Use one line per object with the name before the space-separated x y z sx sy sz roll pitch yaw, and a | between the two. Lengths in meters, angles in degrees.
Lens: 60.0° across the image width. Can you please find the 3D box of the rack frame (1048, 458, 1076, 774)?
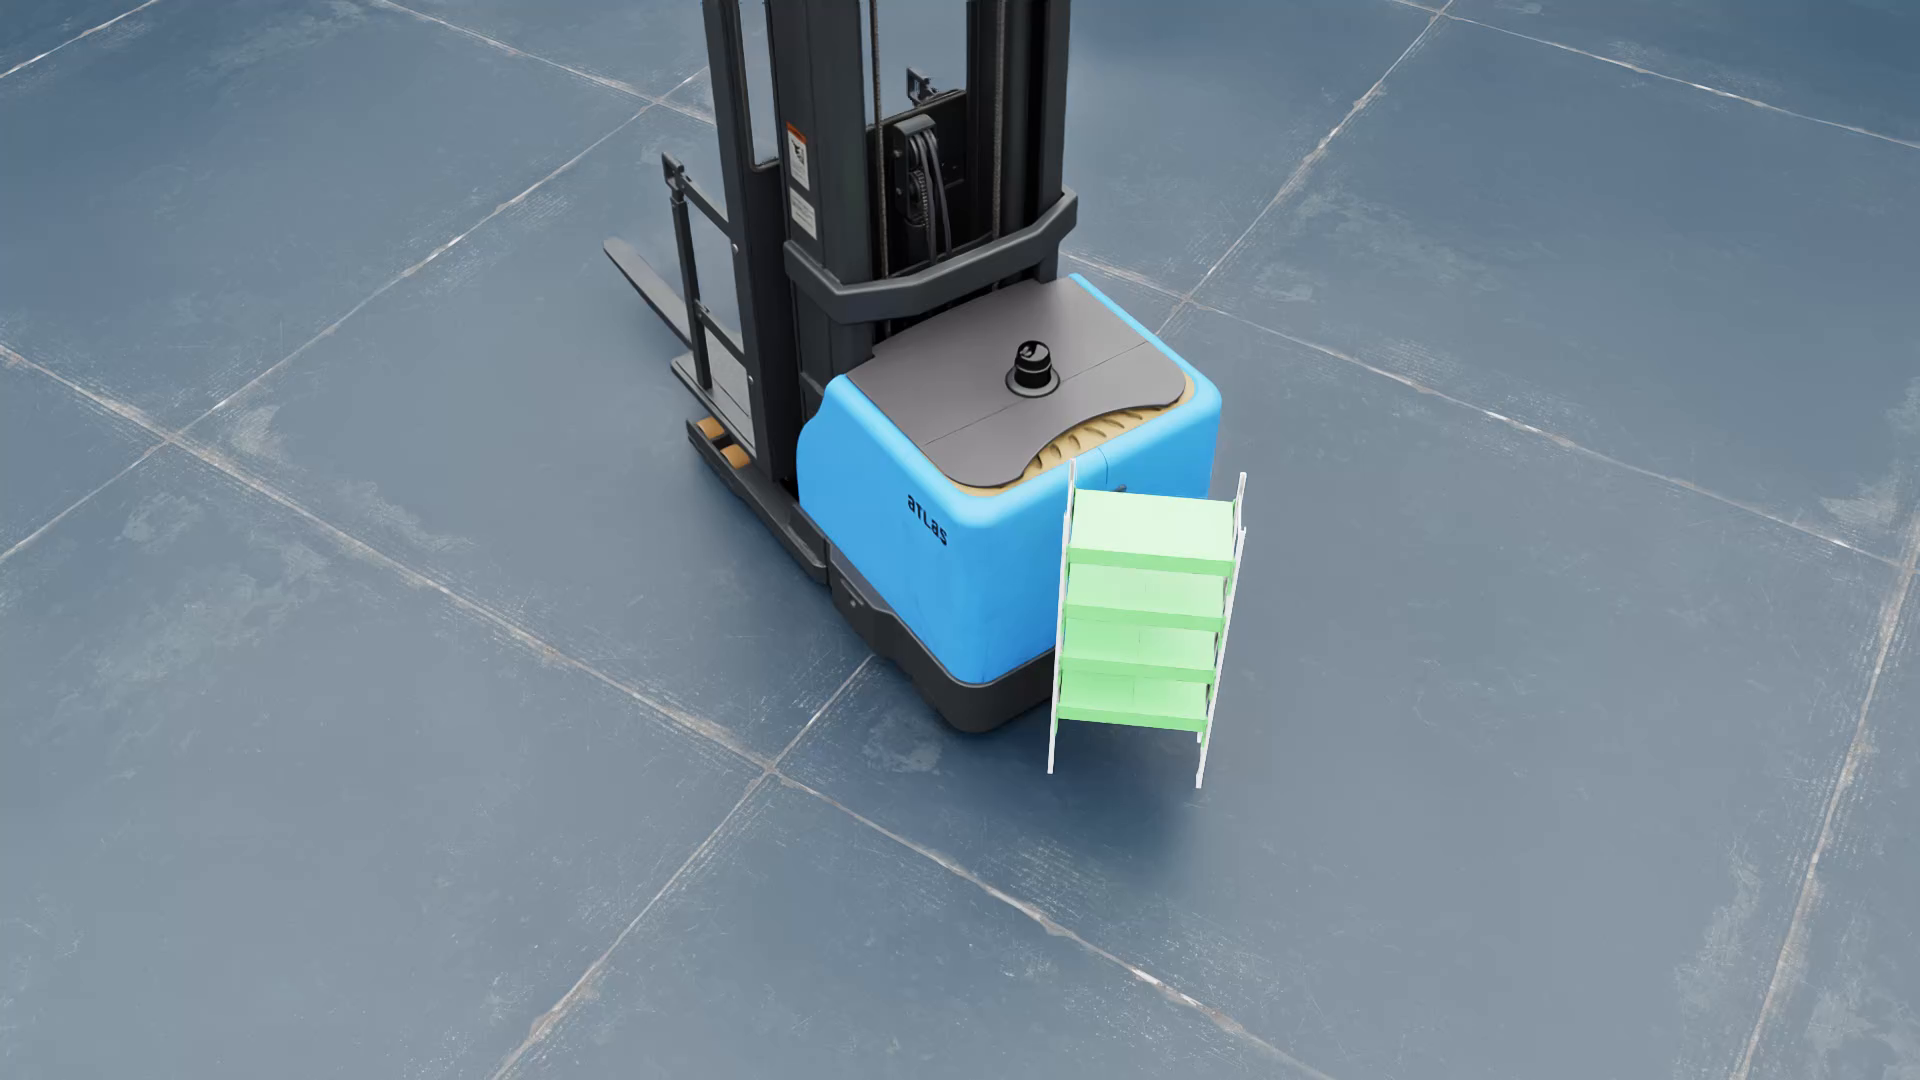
rack frame | 0.312 0.268 5.153 0.015 1.200 0.240 5 46 5

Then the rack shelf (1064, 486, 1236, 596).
rack shelf | 0.555 0.000 4.833 0.480 0.148 0.258 5 46 5

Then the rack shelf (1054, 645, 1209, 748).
rack shelf | 0.555 0.501 5.350 0.480 0.148 0.258 5 46 5

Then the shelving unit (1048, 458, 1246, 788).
shelving unit | 0.555 0.290 5.132 0.503 1.200 0.258 5 46 5

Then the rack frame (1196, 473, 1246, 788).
rack frame | 0.797 0.311 5.111 0.015 1.200 0.240 5 46 5

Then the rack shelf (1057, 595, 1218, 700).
rack shelf | 0.555 0.334 5.178 0.480 0.148 0.258 5 46 5

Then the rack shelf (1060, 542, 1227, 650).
rack shelf | 0.555 0.167 5.006 0.480 0.148 0.258 5 46 5

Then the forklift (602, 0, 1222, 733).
forklift | -0.411 -1.406 5.573 1.130 2.935 3.031 -27 51 -23
